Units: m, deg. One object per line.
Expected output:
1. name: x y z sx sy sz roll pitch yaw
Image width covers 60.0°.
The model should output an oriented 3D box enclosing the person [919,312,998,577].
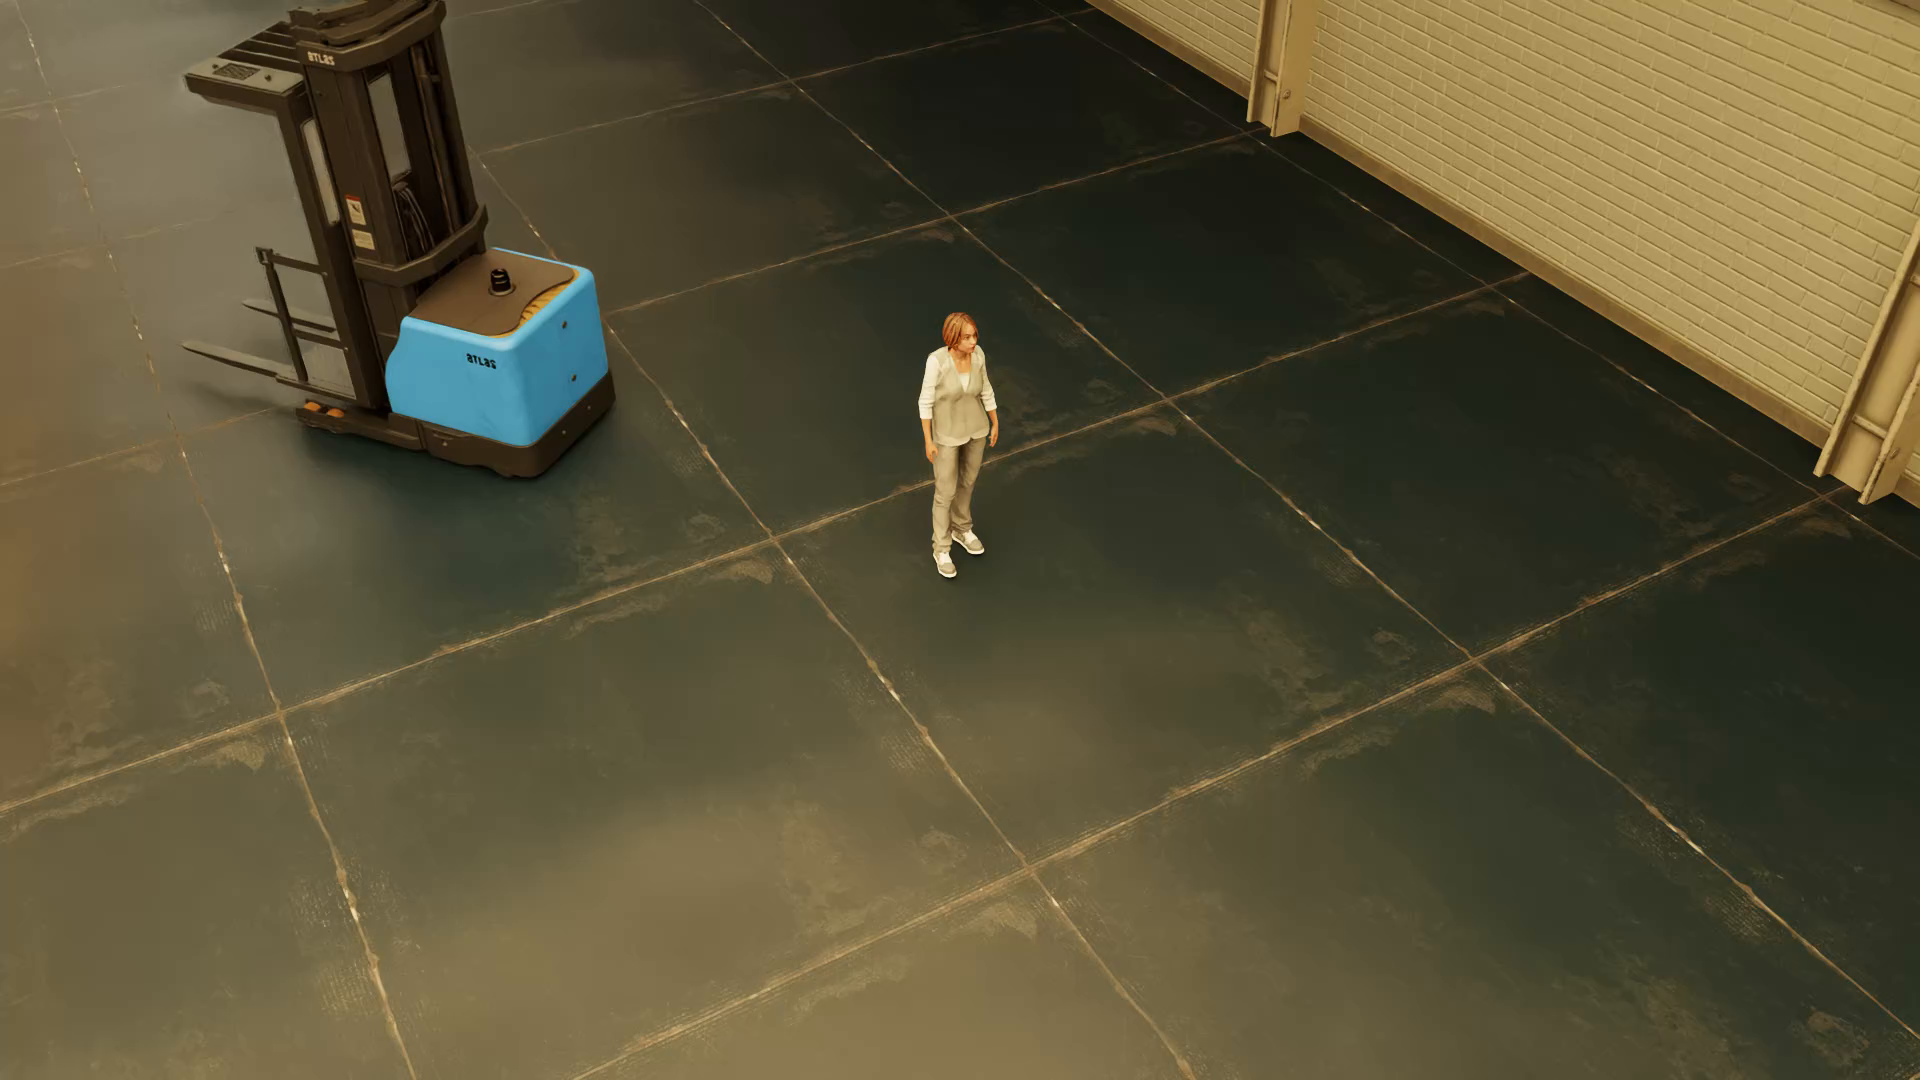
1. person: 0.025 -0.575 9.763 0.520 1.597 0.475 -20 44 -23

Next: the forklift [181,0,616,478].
1. forklift: -3.923 -2.139 10.615 3.031 2.935 1.130 15 42 17
